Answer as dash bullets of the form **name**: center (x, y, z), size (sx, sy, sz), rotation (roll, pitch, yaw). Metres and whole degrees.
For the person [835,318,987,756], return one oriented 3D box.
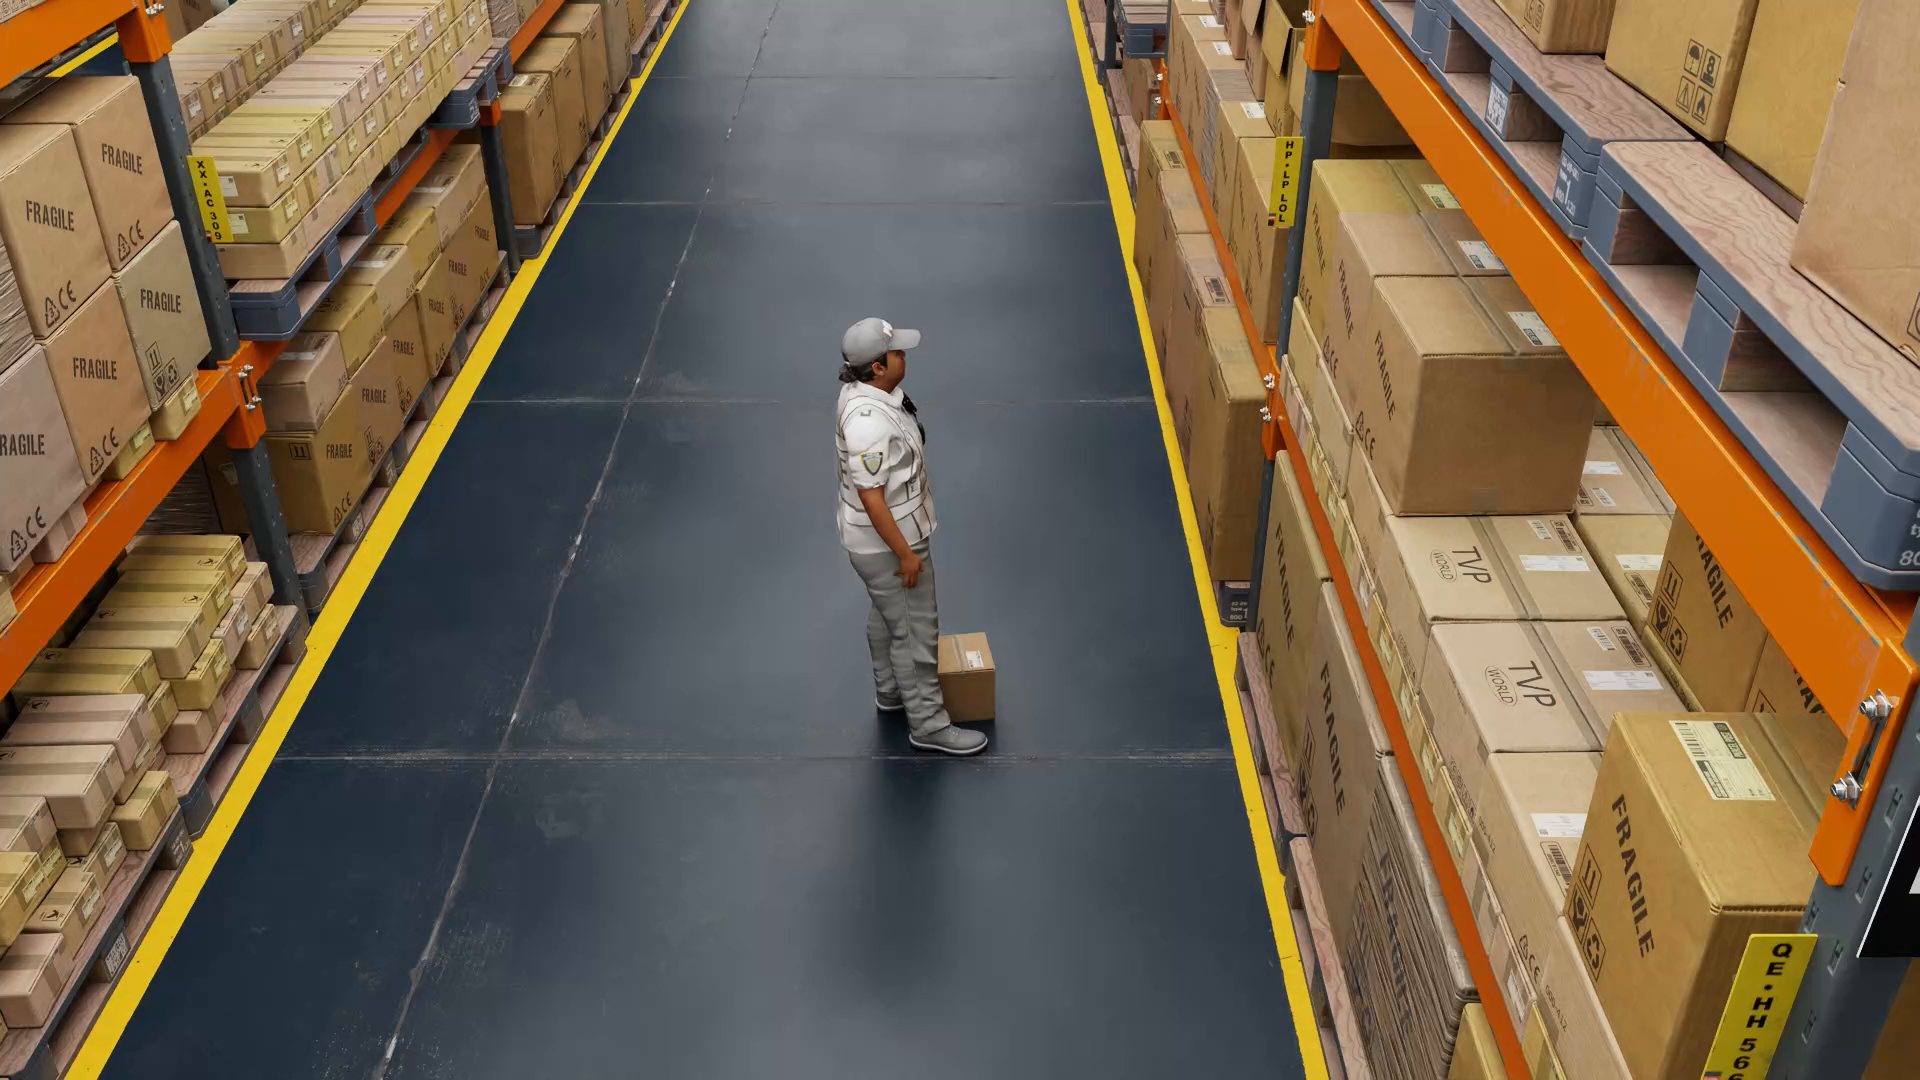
- **person**: center (-0.184, -0.027, 6.156), size (0.525, 1.670, 0.599), rotation (-4, 32, -6)
